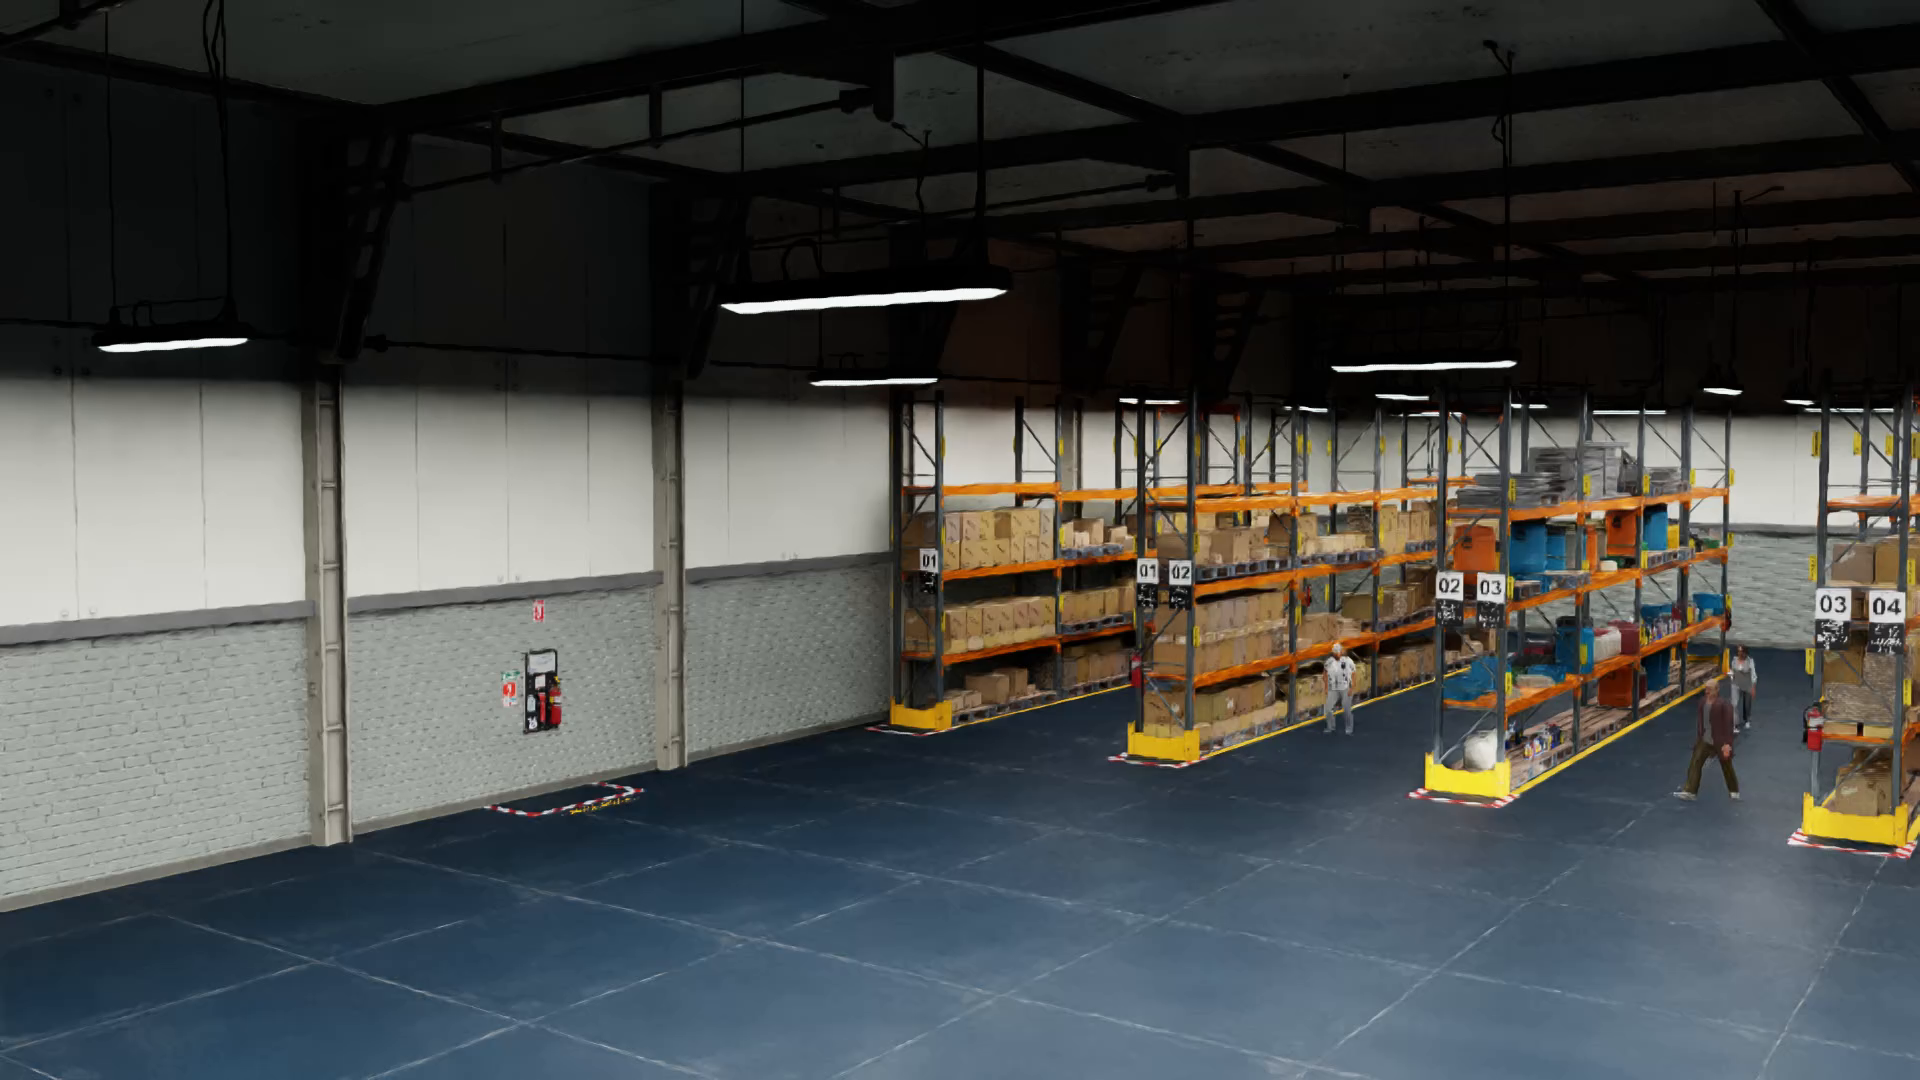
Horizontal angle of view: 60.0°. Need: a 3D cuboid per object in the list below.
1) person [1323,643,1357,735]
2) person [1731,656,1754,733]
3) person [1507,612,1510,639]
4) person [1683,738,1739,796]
[{"bbox_3d":[6.575,2.582,28.848,0.625,1.611,0.575,2,4,33],"label":"person"},{"bbox_3d":[13.706,2.705,29.146,0.348,1.294,0.948,2,4,34],"label":"person"},{"bbox_3d":[13.980,1.680,43.299,0.739,1.781,0.521,0,3,-6],"label":"person"},{"bbox_3d":[10.651,3.128,23.499,0.842,0.979,0.435,-2,4,-32],"label":"person"}]
